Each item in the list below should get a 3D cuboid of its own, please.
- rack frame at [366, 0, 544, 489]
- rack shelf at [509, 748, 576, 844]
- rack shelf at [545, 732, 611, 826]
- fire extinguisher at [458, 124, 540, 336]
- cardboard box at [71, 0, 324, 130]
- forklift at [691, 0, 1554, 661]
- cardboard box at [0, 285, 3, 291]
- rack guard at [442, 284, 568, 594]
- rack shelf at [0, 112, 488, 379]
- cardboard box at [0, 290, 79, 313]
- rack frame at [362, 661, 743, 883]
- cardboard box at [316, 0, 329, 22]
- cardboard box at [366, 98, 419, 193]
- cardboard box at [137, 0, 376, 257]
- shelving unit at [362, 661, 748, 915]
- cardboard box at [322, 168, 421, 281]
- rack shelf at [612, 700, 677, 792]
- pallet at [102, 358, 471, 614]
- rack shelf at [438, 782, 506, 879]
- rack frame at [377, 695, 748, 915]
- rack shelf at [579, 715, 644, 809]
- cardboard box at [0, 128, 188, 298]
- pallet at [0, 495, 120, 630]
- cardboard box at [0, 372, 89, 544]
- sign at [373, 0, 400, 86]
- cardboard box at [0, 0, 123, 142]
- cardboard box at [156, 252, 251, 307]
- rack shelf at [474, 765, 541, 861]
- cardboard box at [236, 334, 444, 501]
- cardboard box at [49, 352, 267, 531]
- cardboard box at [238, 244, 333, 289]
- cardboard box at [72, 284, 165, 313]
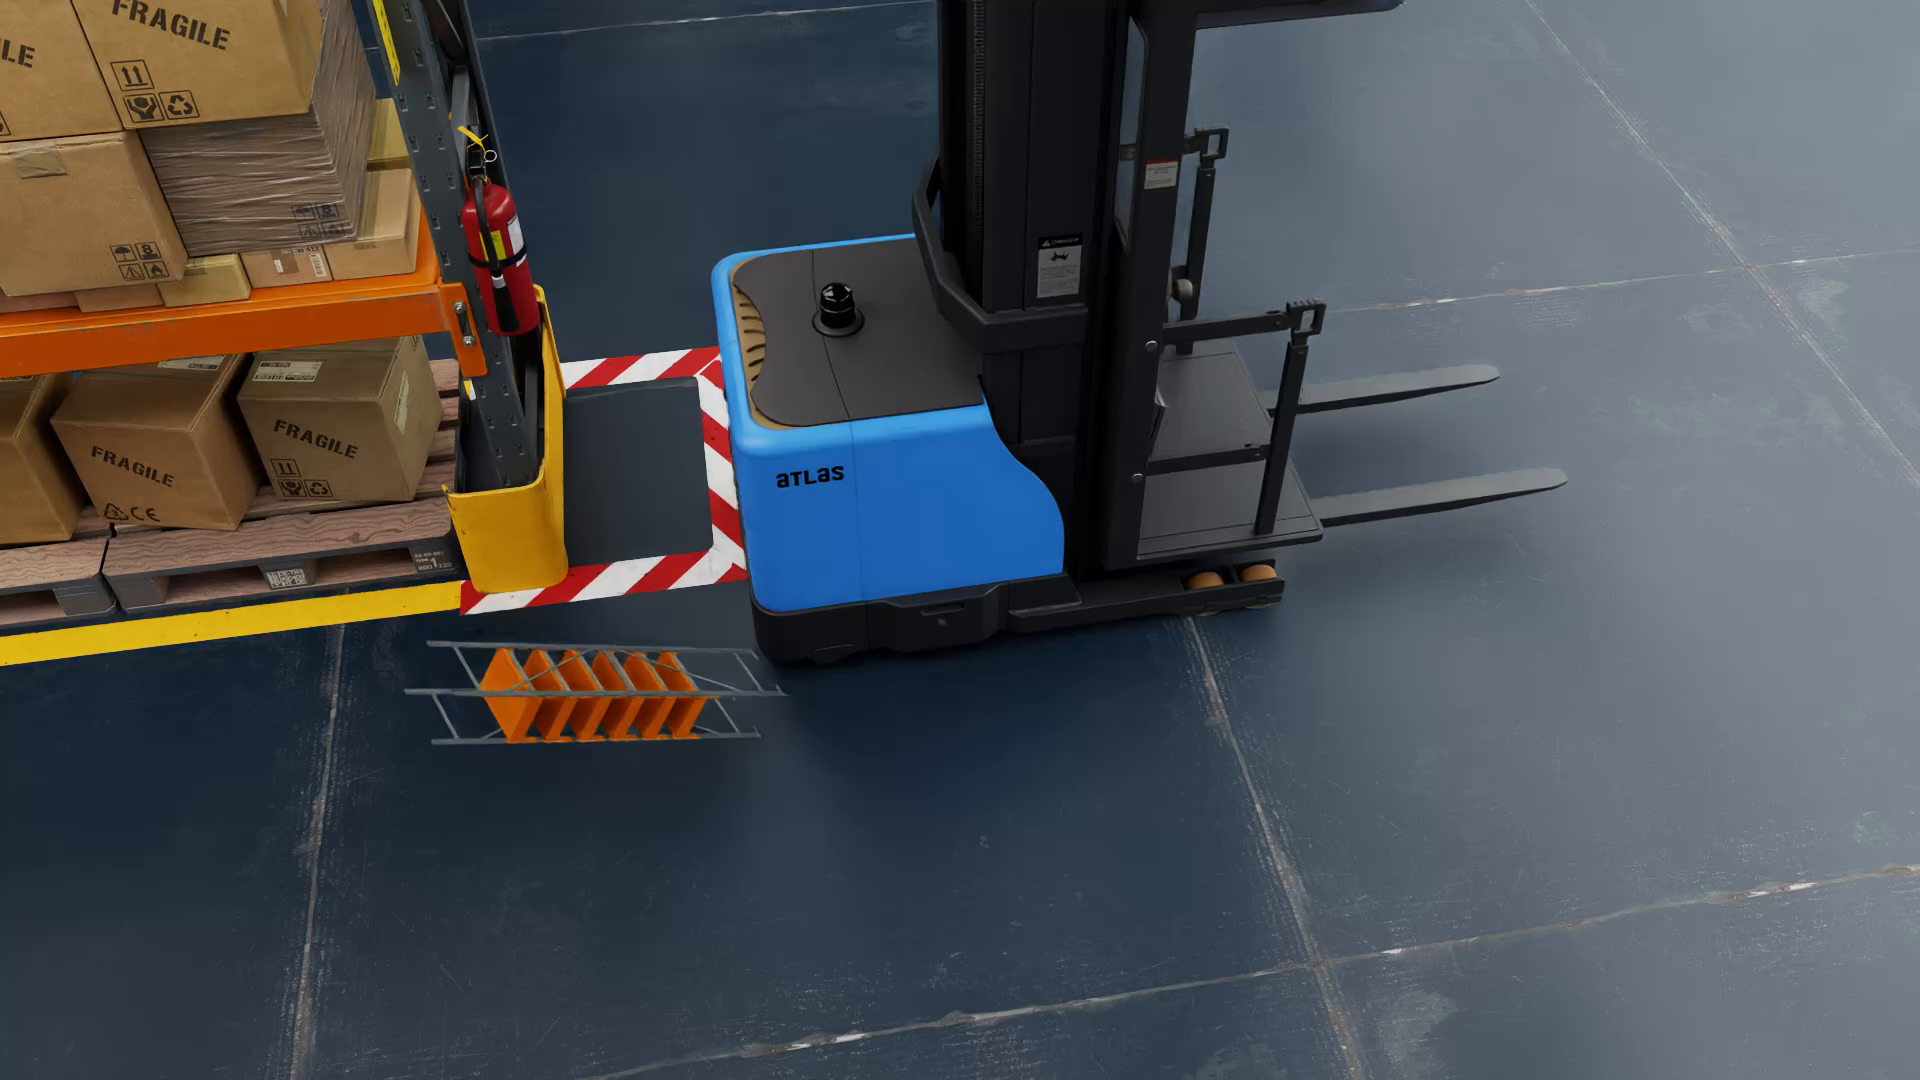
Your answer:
[{"bbox_3d":[-1.631,-1.281,5.401,0.127,3.000,1.000,-7,46,-7],"label":"rack frame"},{"bbox_3d":[-1.344,0.813,5.332,0.103,0.180,0.258,-25,51,-22],"label":"rack shelf"},{"bbox_3d":[-1.243,0.765,5.377,0.103,0.180,0.258,-25,51,-22],"label":"rack shelf"},{"bbox_3d":[-1.439,-0.941,5.127,0.183,0.674,0.296,-7,46,-7],"label":"fire extinguisher"},{"bbox_3d":[-2.131,-1.523,4.664,0.500,0.500,0.500,-7,46,-7],"label":"cardboard box"},{"bbox_3d":[0.624,-1.081,5.257,3.031,2.935,1.130,-6,46,-6],"label":"forklift"},{"bbox_3d":[-3.150,-1.193,5.041,0.500,0.500,0.875,-7,46,-7],"label":"cardboard box"},{"bbox_3d":[-1.706,-0.404,6.292,0.348,0.500,1.175,-7,46,-7],"label":"rack guard"},{"bbox_3d":[-3.601,-0.786,5.423,4.000,0.370,1.077,-7,46,-7],"label":"rack shelf"},{"bbox_3d":[-2.863,-0.894,5.202,0.250,0.149,0.380,-7,46,-7],"label":"cardboard box"},{"bbox_3d":[-1.281,0.719,5.294,1.200,0.006,0.240,-25,51,-22],"label":"rack frame"},{"bbox_3d":[-2.219,-1.891,5.019,0.500,0.500,0.500,-7,46,-7],"label":"cardboard box"},{"bbox_3d":[-1.952,-1.328,5.621,0.250,0.149,0.380,-7,46,-7],"label":"cardboard box"},{"bbox_3d":[-2.177,-1.371,5.212,0.500,0.500,0.875,-7,46,-7],"label":"cardboard box"},{"bbox_3d":[-1.280,0.783,5.360,1.200,0.189,0.258,-25,51,-22],"label":"shelving unit"},{"bbox_3d":[-1.876,-1.012,5.317,0.250,0.149,0.380,-7,46,-7],"label":"cardboard box"},{"bbox_3d":[-1.042,0.670,5.466,0.103,0.180,0.258,-25,51,-22],"label":"rack shelf"},{"bbox_3d":[-2.512,-0.229,6.324,1.213,0.211,1.003,-7,46,-7],"label":"pallet"},{"bbox_3d":[-1.545,0.908,5.242,0.103,0.180,0.258,-25,51,-22],"label":"rack shelf"},{"bbox_3d":[-1.280,0.846,5.426,1.200,0.006,0.240,-25,51,-22],"label":"rack frame"},{"bbox_3d":[-1.143,0.717,5.421,0.103,0.180,0.258,-25,51,-22],"label":"rack shelf"},{"bbox_3d":[-2.650,-1.224,5.070,0.500,0.500,0.875,-7,46,-7],"label":"cardboard box"},{"bbox_3d":[-3.712,-0.082,6.182,1.213,0.211,1.003,-7,46,-7],"label":"pallet"},{"bbox_3d":[-3.452,-0.333,5.932,0.500,0.500,0.500,-3,46,-3],"label":"cardboard box"},{"bbox_3d":[-1.556,-1.396,4.488,0.005,0.325,0.100,-7,46,-7],"label":"sign"},{"bbox_3d":[-2.622,-1.457,4.601,0.500,0.500,0.500,-7,46,-7],"label":"cardboard box"},{"bbox_3d":[-2.360,-0.915,5.223,0.250,0.149,0.380,-7,46,-7],"label":"cardboard box"},{"bbox_3d":[-1.444,0.860,5.287,0.103,0.180,0.258,-25,51,-22],"label":"rack shelf"},{"bbox_3d":[-2.249,-0.494,6.088,0.500,0.500,0.500,1,46,1],"label":"cardboard box"},{"bbox_3d":[-2.832,-0.397,5.993,0.500,0.500,0.500,4,46,4],"label":"cardboard box"},{"bbox_3d":[-2.123,-0.982,5.287,0.250,0.149,0.380,-7,46,-7],"label":"cardboard box"},{"bbox_3d":[-2.609,-0.895,5.204,0.250,0.149,0.380,-7,46,-7],"label":"cardboard box"}]
